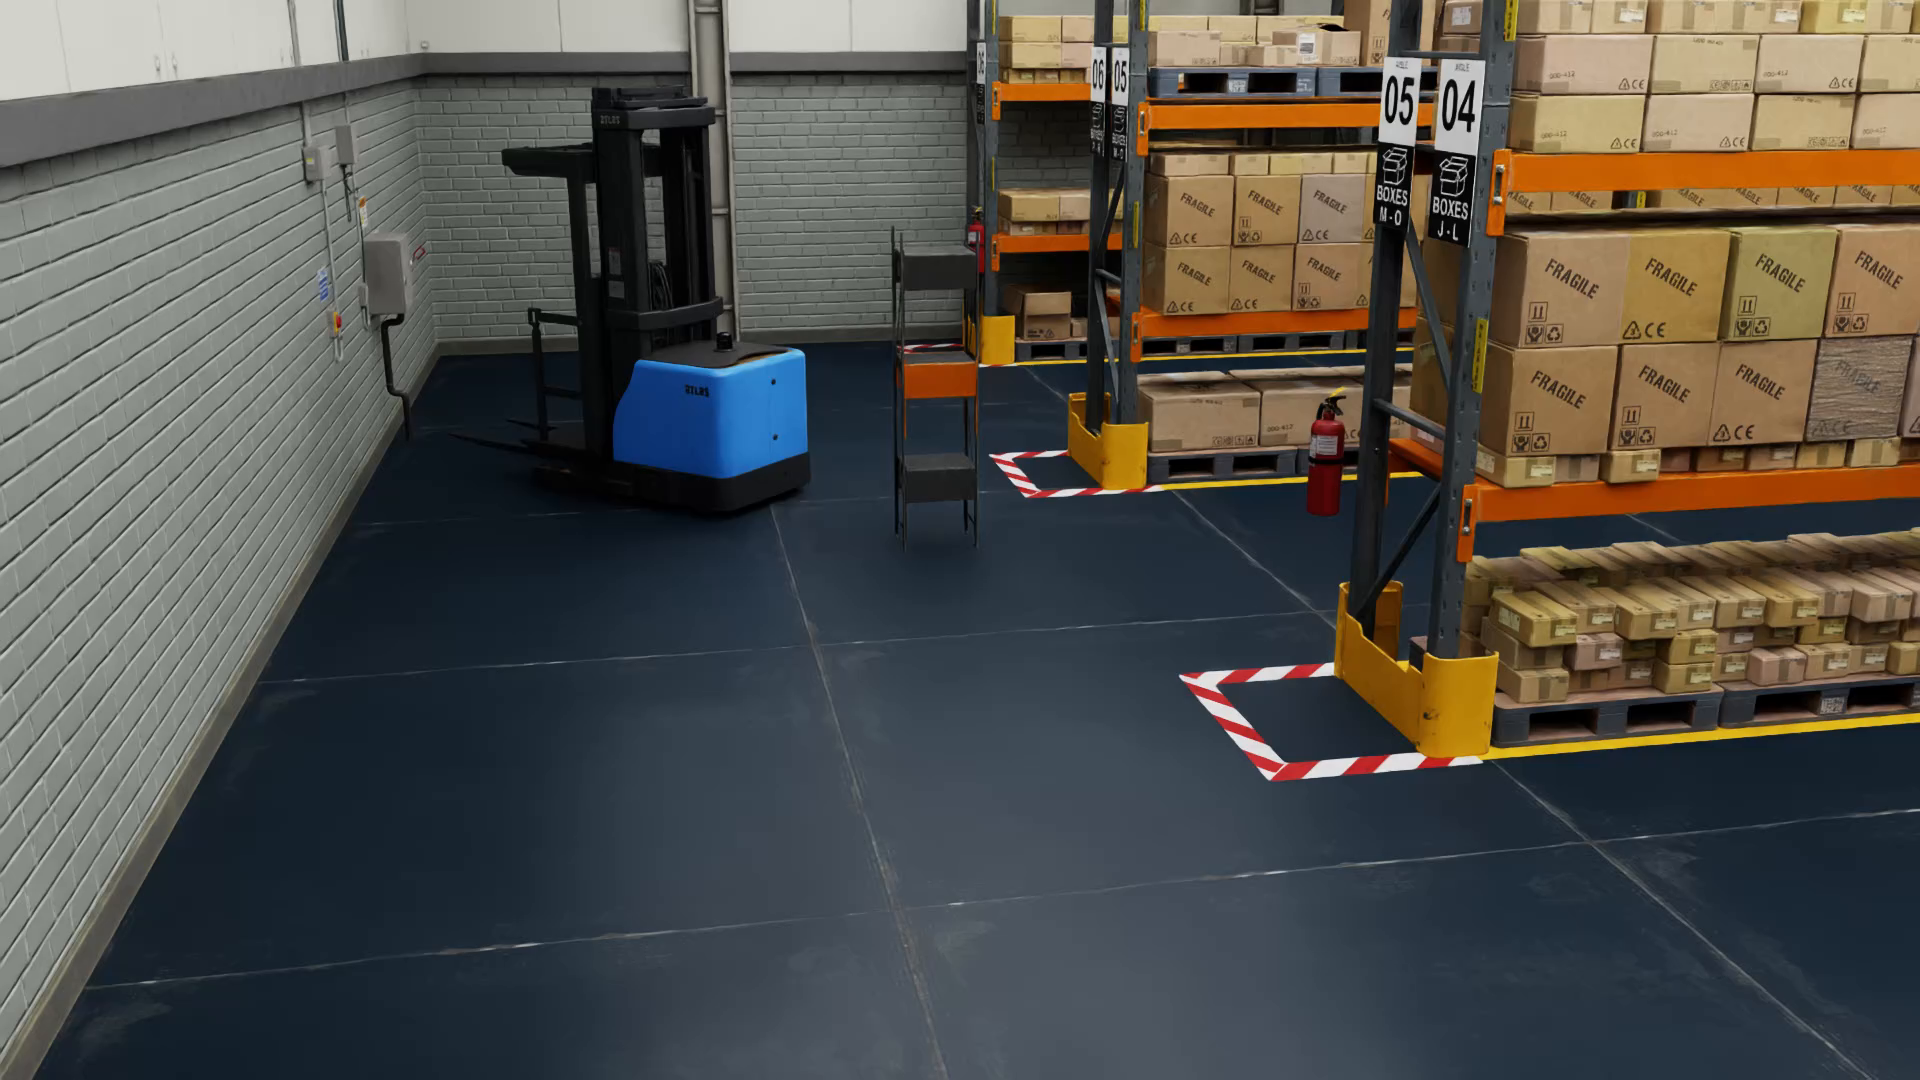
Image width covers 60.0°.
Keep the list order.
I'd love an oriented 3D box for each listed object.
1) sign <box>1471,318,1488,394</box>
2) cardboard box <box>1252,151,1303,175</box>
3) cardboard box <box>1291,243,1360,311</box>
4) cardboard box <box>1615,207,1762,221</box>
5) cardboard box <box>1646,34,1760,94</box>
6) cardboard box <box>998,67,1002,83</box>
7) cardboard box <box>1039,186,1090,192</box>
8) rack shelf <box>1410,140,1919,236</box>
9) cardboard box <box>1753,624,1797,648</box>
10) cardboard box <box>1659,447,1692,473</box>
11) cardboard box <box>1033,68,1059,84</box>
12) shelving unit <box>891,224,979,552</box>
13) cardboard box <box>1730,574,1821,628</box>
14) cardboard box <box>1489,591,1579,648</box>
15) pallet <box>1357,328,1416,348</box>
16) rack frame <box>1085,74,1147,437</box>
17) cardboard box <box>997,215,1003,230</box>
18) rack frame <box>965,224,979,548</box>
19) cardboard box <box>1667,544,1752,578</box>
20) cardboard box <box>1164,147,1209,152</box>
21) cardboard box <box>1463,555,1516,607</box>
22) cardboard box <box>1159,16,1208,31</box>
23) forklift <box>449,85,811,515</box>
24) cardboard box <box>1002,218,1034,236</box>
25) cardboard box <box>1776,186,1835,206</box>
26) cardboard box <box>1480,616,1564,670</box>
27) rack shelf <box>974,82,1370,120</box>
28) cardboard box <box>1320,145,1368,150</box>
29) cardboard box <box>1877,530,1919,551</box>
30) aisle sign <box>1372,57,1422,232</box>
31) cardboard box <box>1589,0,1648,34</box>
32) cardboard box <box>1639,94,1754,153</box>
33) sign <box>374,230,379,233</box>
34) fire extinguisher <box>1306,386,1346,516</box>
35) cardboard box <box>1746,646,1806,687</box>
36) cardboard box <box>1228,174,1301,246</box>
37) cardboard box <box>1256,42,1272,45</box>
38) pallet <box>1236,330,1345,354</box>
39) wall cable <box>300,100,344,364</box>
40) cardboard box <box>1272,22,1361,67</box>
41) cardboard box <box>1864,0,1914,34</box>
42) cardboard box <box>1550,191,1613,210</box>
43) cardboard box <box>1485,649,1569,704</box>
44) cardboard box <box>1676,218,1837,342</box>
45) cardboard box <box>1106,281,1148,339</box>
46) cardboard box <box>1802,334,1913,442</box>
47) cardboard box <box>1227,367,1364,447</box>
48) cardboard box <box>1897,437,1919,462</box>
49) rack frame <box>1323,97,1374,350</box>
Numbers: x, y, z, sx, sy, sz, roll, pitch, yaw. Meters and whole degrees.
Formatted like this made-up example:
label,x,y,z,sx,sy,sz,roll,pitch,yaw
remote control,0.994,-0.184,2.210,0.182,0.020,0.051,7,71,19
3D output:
label,x,y,z,sx,sy,sz,roll,pitch,yaw
sign,2.311,-0.821,7.400,0.005,0.325,0.100,-3,17,-10
cardboard box,2.346,-2.797,12.331,0.250,0.149,0.380,-4,17,-12
cardboard box,2.689,-2.036,12.661,0.500,0.500,0.500,-3,17,-11
cardboard box,3.616,-1.388,8.343,0.500,0.500,0.500,-2,17,-8
cardboard box,3.200,-2.143,7.476,0.500,0.250,0.500,-3,17,-11
cardboard box,0.494,-4.814,17.194,0.250,0.149,0.380,-3,17,-9
cardboard box,1.132,-3.616,17.726,0.500,0.250,0.500,-3,17,-10
rack shelf,4.171,-1.765,8.065,4.000,0.370,1.077,-3,17,-10
cardboard box,4.047,0.411,8.498,0.250,0.149,0.380,-2,17,-8
cardboard box,3.333,-0.446,8.084,0.250,0.149,0.380,-2,17,-8
cardboard box,0.833,-4.702,16.831,0.250,0.149,0.380,-3,17,-9
shelving unit,-0.163,-0.995,10.973,0.503,2.100,0.431,-3,17,-10
cardboard box,4.075,0.304,8.340,0.250,0.149,0.380,-3,17,-10
cardboard box,2.786,0.383,8.083,0.250,0.149,0.380,-4,18,-13
pallet,4.943,-2.361,18.640,1.213,0.211,1.003,-3,17,-10
rack frame,1.169,-1.985,12.664,0.127,3.000,1.000,-3,17,-10
cardboard box,0.498,-3.391,17.671,0.250,0.149,0.380,-3,17,-11
rack frame,0.077,-1.008,11.018,0.015,2.100,0.400,-3,17,-10
cardboard box,3.966,0.153,8.830,0.250,0.149,0.380,-4,17,-12
cardboard box,1.728,-2.919,12.729,0.250,0.149,0.380,-3,17,-9
cardboard box,2.679,0.212,8.640,0.250,0.149,0.380,-3,17,-10
cardboard box,2.199,-5.197,16.912,0.500,0.250,0.500,-3,17,-9
forklift,-2.643,-1.887,12.465,3.031,2.935,1.130,10,20,31
cardboard box,0.599,-3.234,17.161,0.250,0.149,0.380,-3,17,-11
cardboard box,6.570,-2.738,13.245,0.500,0.500,0.500,-4,17,-12
cardboard box,2.771,0.501,8.204,0.250,0.149,0.380,-3,17,-8
rack shelf,2.188,-4.617,17.350,4.000,0.370,1.077,-3,17,-10
cardboard box,2.987,-2.994,12.974,0.250,0.149,0.380,-3,17,-9
cardboard box,5.237,0.078,9.077,0.250,0.149,0.380,-3,17,-11
aisle sign,2.079,-1.888,7.923,0.004,0.787,0.394,-3,17,-10
cardboard box,2.822,-2.316,7.361,0.250,0.149,0.380,-3,17,-8
cardboard box,3.215,-1.905,7.551,0.500,0.250,0.500,-3,17,-9
sign,-4.915,-2.363,14.058,0.001,0.494,0.329,-3,17,-10
fire extinguisher,1.873,-0.467,8.490,0.183,0.674,0.296,-3,17,-10
cardboard box,4.032,0.595,8.407,0.250,0.149,0.380,-4,18,-13
cardboard box,2.200,-2.486,12.423,0.500,0.500,0.500,-4,17,-12
cardboard box,3.217,-5.011,17.159,0.500,0.250,0.500,-4,17,-12
pallet,3.477,-2.267,18.334,1.213,0.211,1.003,-3,17,-10
wall cable,-4.363,-2.164,11.466,0.123,1.953,0.585,-3,17,-10
cardboard box,2.648,-3.693,12.385,0.500,0.311,0.500,-3,17,-9
cardboard box,4.099,-2.385,7.585,0.250,0.149,0.380,-3,17,-9
cardboard box,4.686,-2.627,12.884,0.500,0.500,0.500,-3,17,-11
cardboard box,2.783,0.662,8.188,0.250,0.149,0.380,-3,17,-9
cardboard box,3.708,-1.232,7.835,0.500,0.500,0.500,-4,17,-12
cardboard box,1.689,-2.464,17.768,0.500,0.500,0.700,-3,17,-8
cardboard box,4.204,-0.790,8.097,0.500,0.500,0.500,-4,17,-12
cardboard box,2.695,-1.080,13.366,0.875,0.438,0.875,-3,17,-9
cardboard box,4.614,-0.509,8.289,0.250,0.149,0.380,-4,17,-11
rack frame,4.151,-3.638,18.048,0.127,3.000,1.000,-3,17,-10
